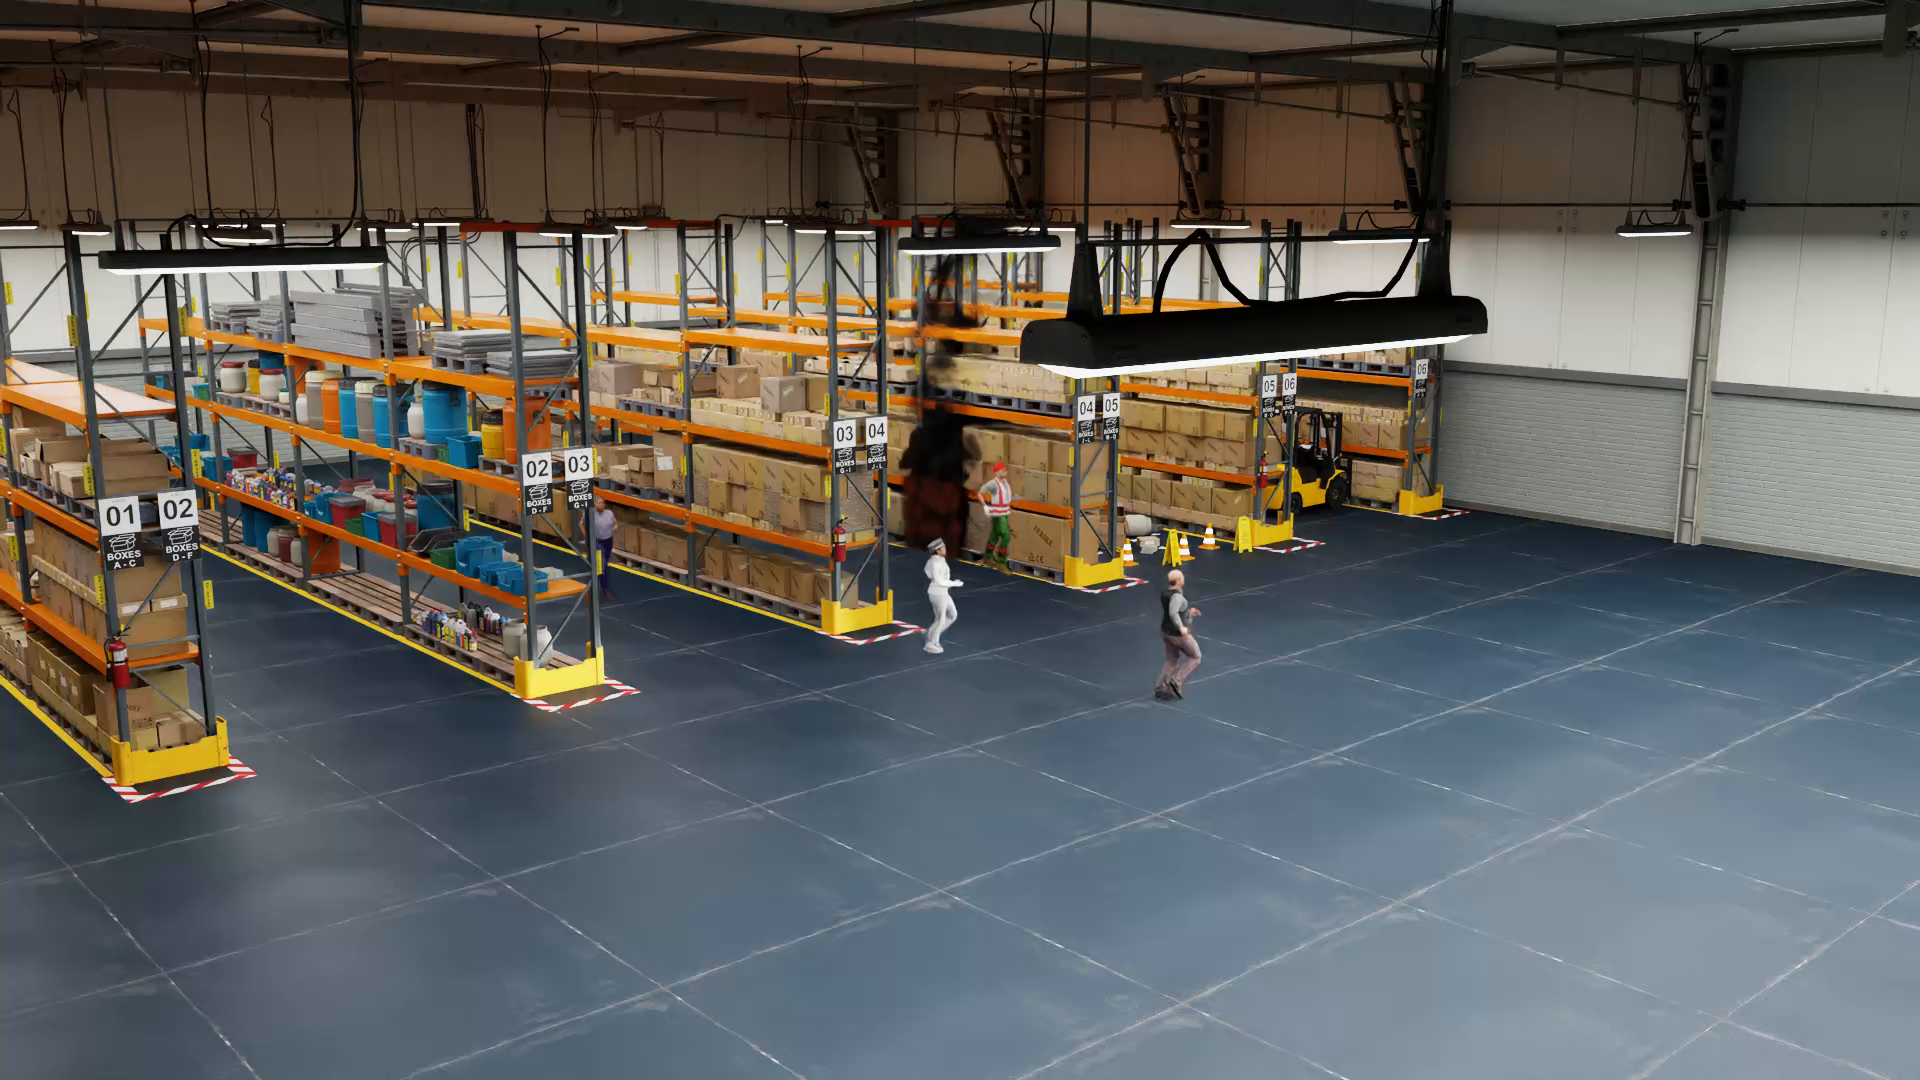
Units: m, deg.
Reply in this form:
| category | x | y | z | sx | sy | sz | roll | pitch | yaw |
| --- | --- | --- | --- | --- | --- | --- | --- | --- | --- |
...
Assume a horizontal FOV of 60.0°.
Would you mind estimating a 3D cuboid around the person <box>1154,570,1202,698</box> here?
| category | x | y | z | sx | sy | sz | roll | pitch | yaw |
| --- | --- | --- | --- | --- | --- | --- | --- | --- | --- |
| person | 2.837 | 1.212 | 21.513 | 0.653 | 1.684 | 0.636 | -5 | 12 | -22 |

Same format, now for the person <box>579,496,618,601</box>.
| category | x | y | z | sx | sy | sz | roll | pitch | yaw |
| --- | --- | --- | --- | --- | --- | --- | --- | --- | --- |
| person | -5.867 | 0.104 | 27.220 | 0.587 | 1.683 | 0.866 | -10 | 15 | -41 |

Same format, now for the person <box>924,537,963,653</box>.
| category | x | y | z | sx | sy | sz | roll | pitch | yaw |
| --- | --- | --- | --- | --- | --- | --- | --- | --- | --- |
| person | -0.239 | 0.782 | 23.811 | 0.568 | 1.679 | 0.655 | 0 | 11 | 0 |

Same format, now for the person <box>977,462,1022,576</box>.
| category | x | y | z | sx | sy | sz | roll | pitch | yaw |
| --- | --- | --- | --- | --- | --- | --- | --- | --- | --- |
| person | 0.688 | -0.357 | 27.735 | 0.734 | 1.891 | 0.641 | 6 | 13 | 27 |
